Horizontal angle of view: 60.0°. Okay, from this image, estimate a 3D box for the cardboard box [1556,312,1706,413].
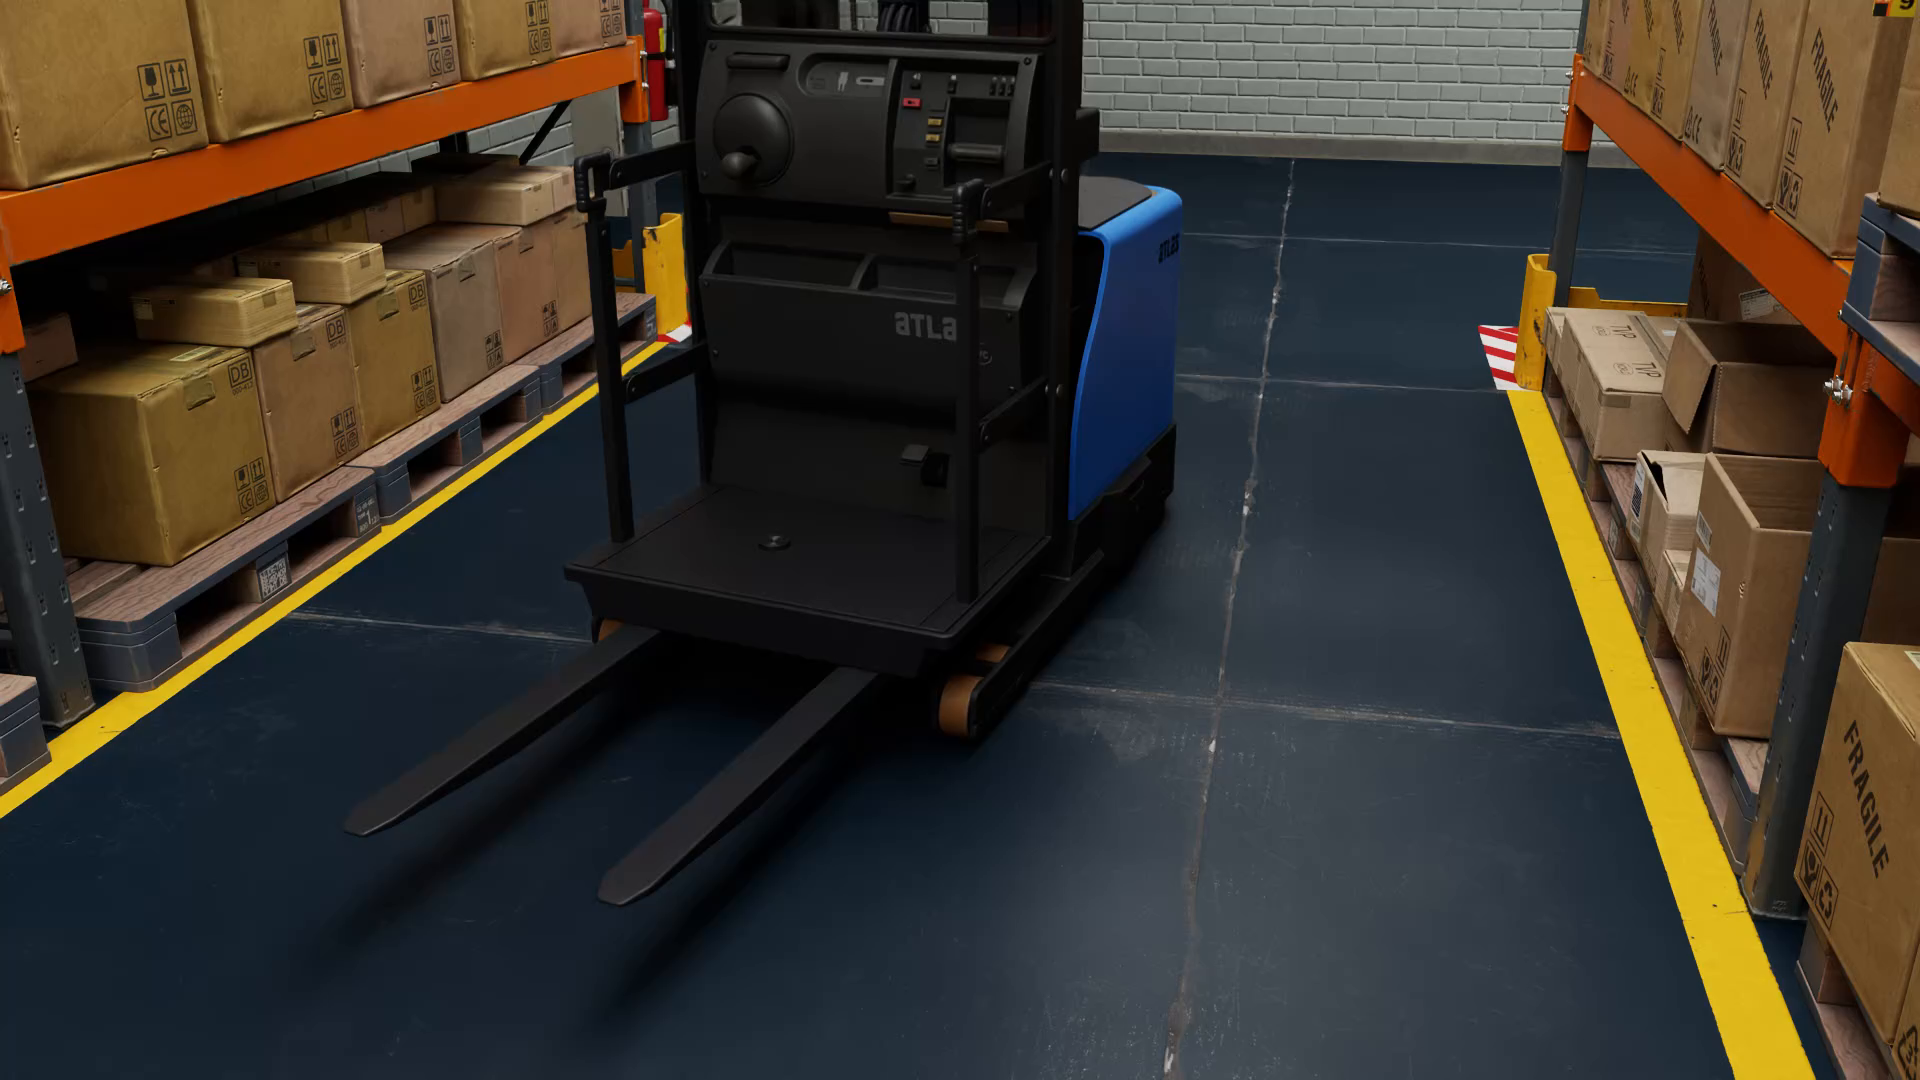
[{"bbox_3d":[2.455,-0.627,5.988,0.500,0.250,0.500,4,22,11],"label":"cardboard box"}]

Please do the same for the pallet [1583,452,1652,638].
[{"bbox_3d":[2.517,-0.001,5.074,1.003,0.211,1.213,4,22,11],"label":"pallet"}]

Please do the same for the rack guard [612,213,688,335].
[{"bbox_3d":[-1.900,-1.284,7.874,1.175,0.500,0.348,4,22,11],"label":"rack guard"}]

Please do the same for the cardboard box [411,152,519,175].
[{"bbox_3d":[-2.120,-1.569,7.149,0.380,0.149,0.250,5,22,11],"label":"cardboard box"}]

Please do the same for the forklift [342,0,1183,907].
[{"bbox_3d":[-0.332,-1.045,4.024,1.130,2.935,3.031,9,24,22],"label":"forklift"}]

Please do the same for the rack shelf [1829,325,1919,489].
[{"bbox_3d":[1.721,0.469,1.137,1.077,0.370,4.000,4,22,11],"label":"rack shelf"}]

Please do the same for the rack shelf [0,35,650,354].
[{"bbox_3d":[-2.313,-1.370,5.703,1.077,0.370,4.000,4,22,11],"label":"rack shelf"}]

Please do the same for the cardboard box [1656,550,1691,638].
[{"bbox_3d":[1.986,0.151,4.192,0.380,0.149,0.250,4,22,11],"label":"cardboard box"}]

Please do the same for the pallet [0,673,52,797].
[{"bbox_3d":[-2.805,0.609,3.558,1.003,0.211,1.213,4,22,11],"label":"pallet"}]

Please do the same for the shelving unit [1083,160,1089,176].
[{"bbox_3d":[0.286,-0.798,5.729,0.258,1.200,0.189,9,24,22],"label":"shelving unit"}]

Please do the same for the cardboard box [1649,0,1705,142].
[{"bbox_3d":[2.288,-1.408,4.701,0.500,0.500,0.500,5,22,12],"label":"cardboard box"}]

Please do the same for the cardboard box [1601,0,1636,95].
[{"bbox_3d":[2.497,-1.774,5.609,0.500,0.500,0.500,4,22,10],"label":"cardboard box"}]

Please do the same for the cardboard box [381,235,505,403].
[{"bbox_3d":[-2.154,-0.840,6.208,0.700,0.500,0.500,4,22,9],"label":"cardboard box"}]

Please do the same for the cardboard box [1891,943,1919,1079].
[{"bbox_3d":[1.694,0.714,2.323,0.500,0.500,0.500,5,22,12],"label":"cardboard box"}]

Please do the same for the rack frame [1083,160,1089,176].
[{"bbox_3d":[0.323,-0.829,5.807,0.240,1.200,0.006,9,24,22],"label":"rack frame"}]

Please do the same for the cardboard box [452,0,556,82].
[{"bbox_3d":[-2.137,-2.120,6.201,0.980,0.700,0.700,4,22,10],"label":"cardboard box"}]

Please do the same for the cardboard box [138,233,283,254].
[{"bbox_3d":[-2.481,-0.918,5.533,0.380,0.149,0.250,5,22,11],"label":"cardboard box"}]

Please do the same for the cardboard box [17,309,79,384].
[{"bbox_3d":[-2.692,-0.536,4.585,0.380,0.149,0.250,4,22,11],"label":"cardboard box"}]

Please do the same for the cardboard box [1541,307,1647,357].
[{"bbox_3d":[2.524,-0.814,6.586,0.380,0.149,0.250,4,22,11],"label":"cardboard box"}]

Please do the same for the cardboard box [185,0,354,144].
[{"bbox_3d":[-2.440,-1.575,4.848,0.980,0.700,0.700,4,22,10],"label":"cardboard box"}]

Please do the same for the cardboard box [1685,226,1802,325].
[{"bbox_3d":[3.076,-0.886,6.295,0.500,0.500,0.500,4,22,11],"label":"cardboard box"}]

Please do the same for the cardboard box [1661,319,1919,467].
[{"bbox_3d":[2.508,-0.330,4.909,0.797,0.503,0.637,4,22,11],"label":"cardboard box"}]

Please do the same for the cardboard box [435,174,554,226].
[{"bbox_3d":[-1.849,-1.353,6.614,0.380,0.149,0.250,5,22,12],"label":"cardboard box"}]

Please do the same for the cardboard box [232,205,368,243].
[{"bbox_3d":[-2.377,-1.105,5.997,0.380,0.149,0.250,5,22,11],"label":"cardboard box"}]

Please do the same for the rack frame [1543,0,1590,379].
[{"bbox_3d":[2.945,-2.059,6.451,1.000,3.000,0.127,4,22,11],"label":"rack frame"}]

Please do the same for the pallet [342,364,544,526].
[{"bbox_3d":[-2.242,-0.398,6.060,1.003,0.211,1.213,4,22,11],"label":"pallet"}]

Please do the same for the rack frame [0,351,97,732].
[{"bbox_3d":[-2.721,-0.972,3.753,1.000,3.000,0.127,4,22,11],"label":"rack frame"}]

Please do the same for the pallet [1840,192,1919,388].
[{"bbox_3d":[1.859,-0.223,2.149,1.003,0.211,1.213,4,22,11],"label":"pallet"}]

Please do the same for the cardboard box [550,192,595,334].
[{"bbox_3d":[-1.950,-1.207,7.119,0.700,0.500,0.500,4,22,11],"label":"cardboard box"}]

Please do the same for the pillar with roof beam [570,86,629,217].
[{"bbox_3d":[2.014,-5.943,8.065,9.100,9.000,0.400,4,22,11],"label":"pillar with roof beam"}]

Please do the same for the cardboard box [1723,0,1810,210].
[{"bbox_3d":[2.084,-1.033,3.770,0.500,0.500,0.500,5,22,12],"label":"cardboard box"}]

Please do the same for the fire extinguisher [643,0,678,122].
[{"bbox_3d":[-1.422,-2.246,7.519,0.296,0.674,0.183,4,22,11],"label":"fire extinguisher"}]

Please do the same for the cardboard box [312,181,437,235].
[{"bbox_3d":[-2.274,-1.292,6.462,0.380,0.149,0.250,5,22,11],"label":"cardboard box"}]

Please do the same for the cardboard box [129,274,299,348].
[{"bbox_3d":[-2.219,-0.685,4.956,0.380,0.149,0.250,5,23,13],"label":"cardboard box"}]

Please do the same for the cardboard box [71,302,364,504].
[{"bbox_3d":[-2.362,-0.457,5.256,0.700,0.500,0.500,4,22,10],"label":"cardboard box"}]
